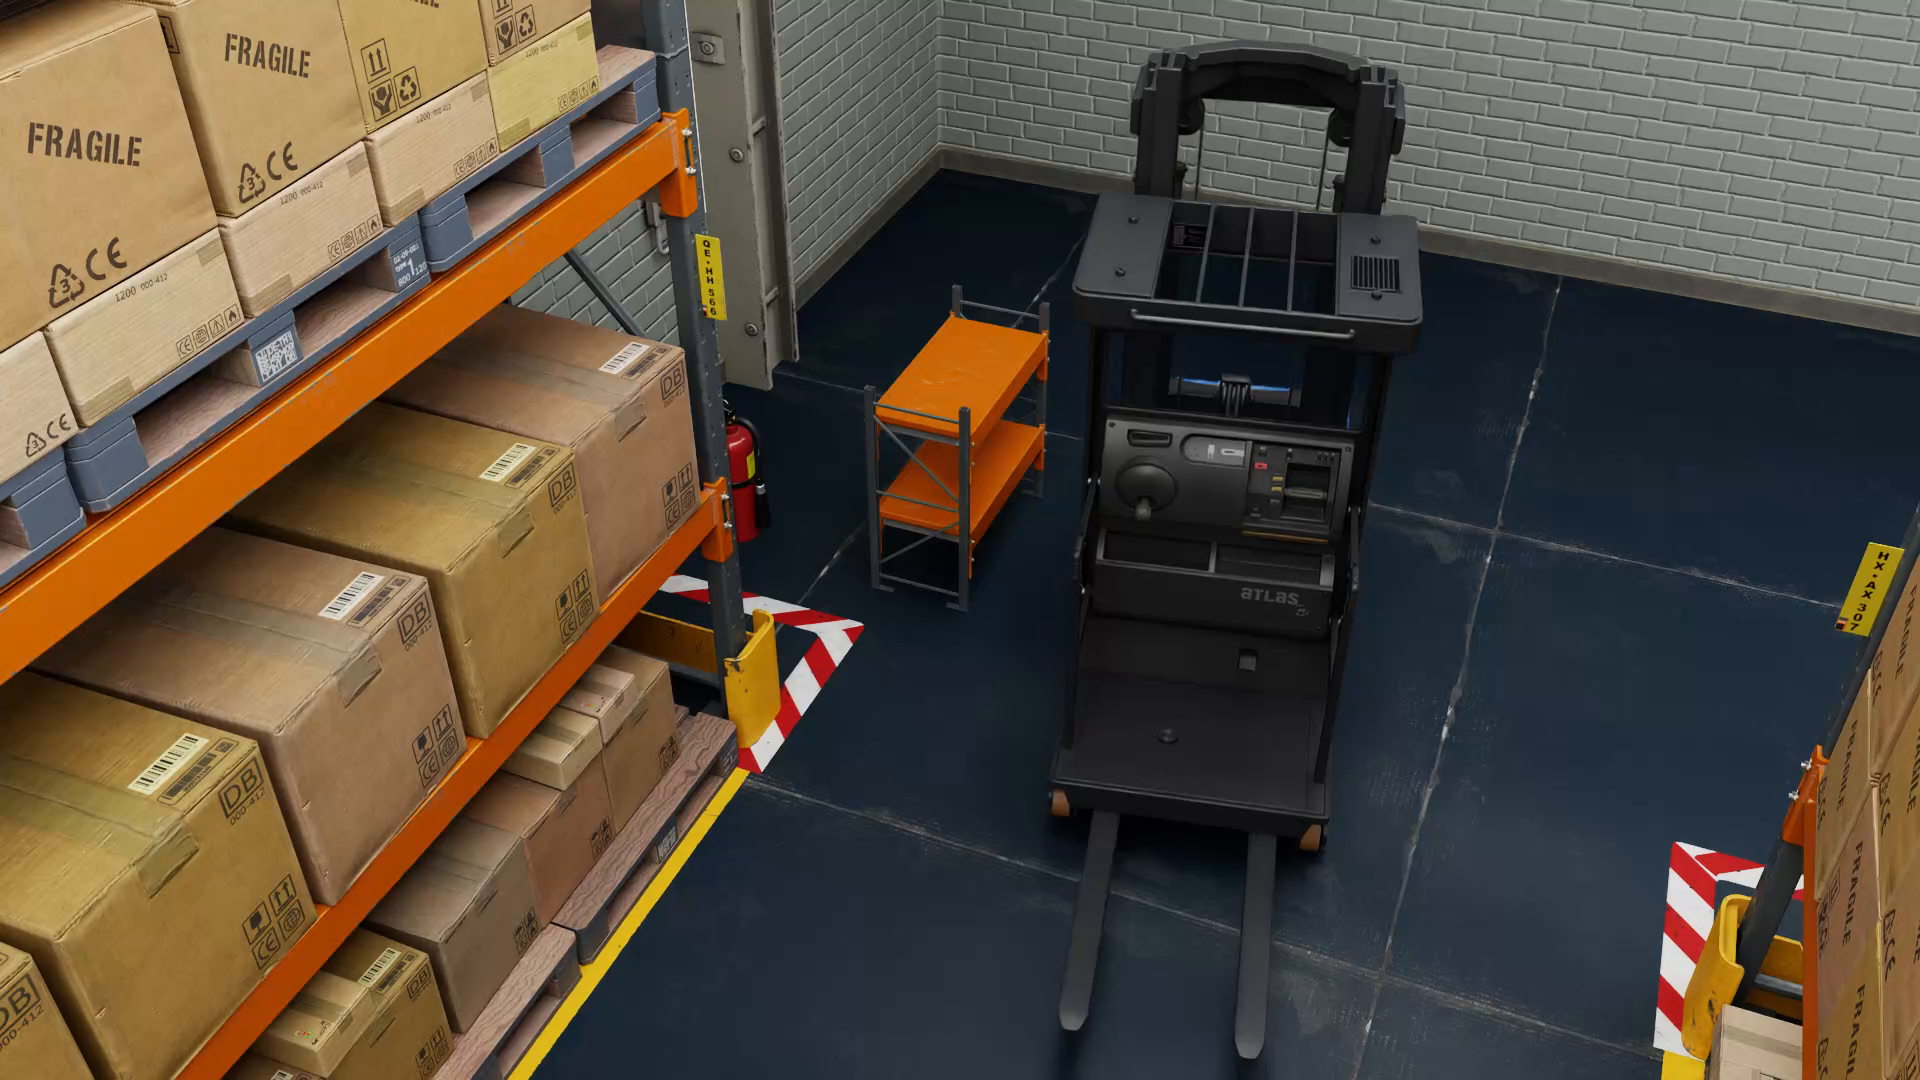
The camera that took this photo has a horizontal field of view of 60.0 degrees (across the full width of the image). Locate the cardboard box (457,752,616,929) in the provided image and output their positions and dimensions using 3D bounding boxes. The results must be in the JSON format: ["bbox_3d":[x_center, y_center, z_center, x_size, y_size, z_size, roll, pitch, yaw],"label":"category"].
[{"bbox_3d":[-1.751,1.014,6.227,0.700,0.500,0.500,14,39,18],"label":"cardboard box"}]

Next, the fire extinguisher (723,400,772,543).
[{"bbox_3d":[-0.903,-0.305,6.630,0.296,0.674,0.183,14,39,18],"label":"fire extinguisher"}]

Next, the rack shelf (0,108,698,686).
[{"bbox_3d":[-2.148,-0.313,4.360,1.077,0.370,4.000,14,39,18],"label":"rack shelf"}]

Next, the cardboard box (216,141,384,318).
[{"bbox_3d":[-1.810,-0.813,4.119,0.500,0.250,0.500,13,39,16],"label":"cardboard box"}]

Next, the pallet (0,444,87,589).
[{"bbox_3d":[-2.588,0.091,3.293,1.003,0.211,1.213,14,39,18],"label":"pallet"}]

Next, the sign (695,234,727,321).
[{"bbox_3d":[-0.890,-0.934,5.931,0.100,0.325,0.005,14,39,18],"label":"sign"}]

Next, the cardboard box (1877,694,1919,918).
[{"bbox_3d":[2.591,0.656,4.050,0.500,0.500,0.500,14,39,18],"label":"cardboard box"}]

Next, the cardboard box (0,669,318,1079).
[{"bbox_3d":[-2.404,0.888,4.407,0.980,0.700,0.700,13,39,17],"label":"cardboard box"}]

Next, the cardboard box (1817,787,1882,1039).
[{"bbox_3d":[2.592,1.052,4.355,0.500,0.500,0.500,13,39,17],"label":"cardboard box"}]

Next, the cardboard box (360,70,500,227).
[{"bbox_3d":[-1.617,-1.102,4.506,0.500,0.250,0.500,12,39,16],"label":"cardboard box"}]

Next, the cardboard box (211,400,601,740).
[{"bbox_3d":[-1.838,0.063,5.511,0.980,0.700,0.700,14,39,17],"label":"cardboard box"}]

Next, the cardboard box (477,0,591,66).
[{"bbox_3d":[-1.413,-1.690,4.666,0.500,0.500,0.500,14,39,18],"label":"cardboard box"}]

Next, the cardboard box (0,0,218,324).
[{"bbox_3d":[-2.005,-0.834,3.521,0.500,0.500,0.500,14,39,18],"label":"cardboard box"}]

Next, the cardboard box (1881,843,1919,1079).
[{"bbox_3d":[2.396,0.932,3.681,0.500,0.500,0.500,14,39,18],"label":"cardboard box"}]

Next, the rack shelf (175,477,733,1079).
[{"bbox_3d":[-2.148,0.889,5.258,1.077,0.370,4.000,14,39,18],"label":"rack shelf"}]

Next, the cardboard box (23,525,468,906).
[{"bbox_3d":[-2.137,0.483,4.949,0.980,0.700,0.700,12,38,16],"label":"cardboard box"}]

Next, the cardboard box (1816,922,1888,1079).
[{"bbox_3d":[2.398,1.329,3.984,0.500,0.500,0.500,14,39,18],"label":"cardboard box"}]

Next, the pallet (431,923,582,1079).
[{"bbox_3d":[-2.084,1.744,5.842,1.003,0.211,1.213,14,39,18],"label":"pallet"}]

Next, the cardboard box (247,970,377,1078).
[{"bbox_3d":[-2.032,1.453,5.097,0.380,0.149,0.250,13,39,16],"label":"cardboard box"}]

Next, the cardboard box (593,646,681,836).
[{"bbox_3d":[-1.561,0.736,6.598,0.700,0.500,0.500,14,39,18],"label":"cardboard box"}]

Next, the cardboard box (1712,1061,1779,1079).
[{"bbox_3d":[2.623,1.870,5.343,0.380,0.166,0.250,14,39,18],"label":"cardboard box"}]

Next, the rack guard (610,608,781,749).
[{"bbox_3d":[-1.378,0.481,7.290,1.175,0.500,0.348,14,39,18],"label":"rack guard"}]

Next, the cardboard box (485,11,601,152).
[{"bbox_3d":[-1.420,-1.391,4.892,0.500,0.250,0.500,15,39,19],"label":"cardboard box"}]

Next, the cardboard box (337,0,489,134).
[{"bbox_3d":[-1.613,-1.415,4.298,0.500,0.500,0.500,15,39,19],"label":"cardboard box"}]

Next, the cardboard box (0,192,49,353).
[{"bbox_3d":[-2.188,-0.559,3.153,0.500,0.500,0.500,13,39,17],"label":"cardboard box"}]

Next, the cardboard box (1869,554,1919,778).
[{"bbox_3d":[2.783,0.365,4.440,0.500,0.500,0.500,15,39,19],"label":"cardboard box"}]

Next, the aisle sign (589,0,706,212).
[{"bbox_3d":[-1.082,-1.520,5.708,0.394,0.787,0.004,14,39,18],"label":"aisle sign"}]

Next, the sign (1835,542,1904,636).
[{"bbox_3d":[2.694,0.149,4.923,0.100,0.325,0.005,14,39,18],"label":"sign"}]

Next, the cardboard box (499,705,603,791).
[{"bbox_3d":[-1.538,0.731,6.063,0.380,0.149,0.250,15,39,19],"label":"cardboard box"}]

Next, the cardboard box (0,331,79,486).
[{"bbox_3d":[-2.195,-0.243,3.357,0.500,0.250,0.500,13,39,17],"label":"cardboard box"}]

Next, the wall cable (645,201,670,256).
[{"bbox_3d":[-1.774,-1.838,7.457,0.084,1.984,1.851,14,39,18],"label":"wall cable"}]

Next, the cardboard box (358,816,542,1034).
[{"bbox_3d":[-1.942,1.292,5.854,0.700,0.500,0.500,13,39,16],"label":"cardboard box"}]

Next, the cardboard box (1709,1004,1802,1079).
[{"bbox_3d":[2.719,1.739,5.534,0.380,0.149,0.250,14,39,18],"label":"cardboard box"}]

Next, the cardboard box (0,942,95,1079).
[{"bbox_3d":[-2.687,1.291,3.868,0.980,0.700,0.700,14,39,18],"label":"cardboard box"}]

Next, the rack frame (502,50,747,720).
[{"bbox_3d":[-1.387,-0.507,6.524,1.000,3.000,0.127,14,39,18],"label":"rack frame"}]

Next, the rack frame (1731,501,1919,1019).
[{"bbox_3d":[3.196,0.619,5.017,1.000,3.000,0.127,14,39,18],"label":"rack frame"}]

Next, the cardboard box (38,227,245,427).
[{"bbox_3d":[-2.007,-0.529,3.739,0.500,0.250,0.500,13,39,17],"label":"cardboard box"}]

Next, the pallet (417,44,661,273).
[{"bbox_3d":[-1.659,-1.260,5.100,1.003,0.211,1.213,14,39,18],"label":"pallet"}]

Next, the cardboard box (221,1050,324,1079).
[{"bbox_3d":[-2.335,1.873,5.078,0.700,0.500,0.500,13,39,17],"label":"cardboard box"}]

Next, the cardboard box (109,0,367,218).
[{"bbox_3d":[-1.804,-1.124,3.909,0.500,0.500,0.500,12,38,16],"label":"cardboard box"}]

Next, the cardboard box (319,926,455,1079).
[{"bbox_3d":[-2.138,1.589,5.457,0.700,0.500,0.500,15,39,19],"label":"cardboard box"}]

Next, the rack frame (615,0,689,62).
[{"bbox_3d":[-1.387,-2.910,4.728,1.000,3.000,0.127,14,39,18],"label":"rack frame"}]

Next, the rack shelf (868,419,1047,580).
[{"bbox_3d":[0.003,-0.258,8.166,0.538,0.278,1.000,14,39,18],"label":"rack shelf"}]

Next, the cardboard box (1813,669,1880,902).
[{"bbox_3d":[2.783,0.765,4.739,0.500,0.500,0.500,15,39,19],"label":"cardboard box"}]

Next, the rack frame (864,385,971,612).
[{"bbox_3d":[-0.191,-0.173,7.643,0.500,1.125,0.032,14,39,18],"label":"rack frame"}]

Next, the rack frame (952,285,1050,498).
[{"bbox_3d":[0.196,-0.736,8.396,0.500,1.125,0.032,14,39,18],"label":"rack frame"}]

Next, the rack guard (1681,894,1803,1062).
[{"bbox_3d":[3.167,1.663,5.709,1.175,0.500,0.348,14,39,18],"label":"rack guard"}]

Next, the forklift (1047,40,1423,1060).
[{"bbox_3d":[0.967,-0.165,6.124,1.130,2.935,3.031,7,37,9],"label":"forklift"}]

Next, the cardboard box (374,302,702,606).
[{"bbox_3d":[-1.572,-0.342,6.054,0.980,0.700,0.700,16,40,20],"label":"cardboard box"}]

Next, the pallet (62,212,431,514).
[{"bbox_3d":[-2.122,-0.582,4.193,1.003,0.211,1.213,14,39,18],"label":"pallet"}]

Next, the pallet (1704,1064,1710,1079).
[{"bbox_3d":[2.864,2.220,5.205,1.003,0.211,1.213,14,39,18],"label":"pallet"}]

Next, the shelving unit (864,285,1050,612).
[{"bbox_3d":[0.003,-0.454,8.020,0.538,1.125,1.048,14,39,18],"label":"shelving unit"}]

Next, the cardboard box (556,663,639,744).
[{"bbox_3d":[-1.441,0.589,6.253,0.380,0.149,0.250,13,39,17],"label":"cardboard box"}]

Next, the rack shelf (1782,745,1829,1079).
[{"bbox_3d":[2.435,2.015,3.751,1.077,0.370,4.000,14,39,18],"label":"rack shelf"}]

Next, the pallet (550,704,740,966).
[{"bbox_3d":[-1.619,1.071,6.743,1.003,0.211,1.213,14,39,18],"label":"pallet"}]

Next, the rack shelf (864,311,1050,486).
[{"bbox_3d":[0.003,-0.689,7.845,0.538,0.278,1.000,14,39,18],"label":"rack shelf"}]

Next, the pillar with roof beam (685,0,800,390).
[{"bbox_3d":[2.822,-3.621,5.680,9.100,9.000,0.400,14,39,18],"label":"pillar with roof beam"}]
